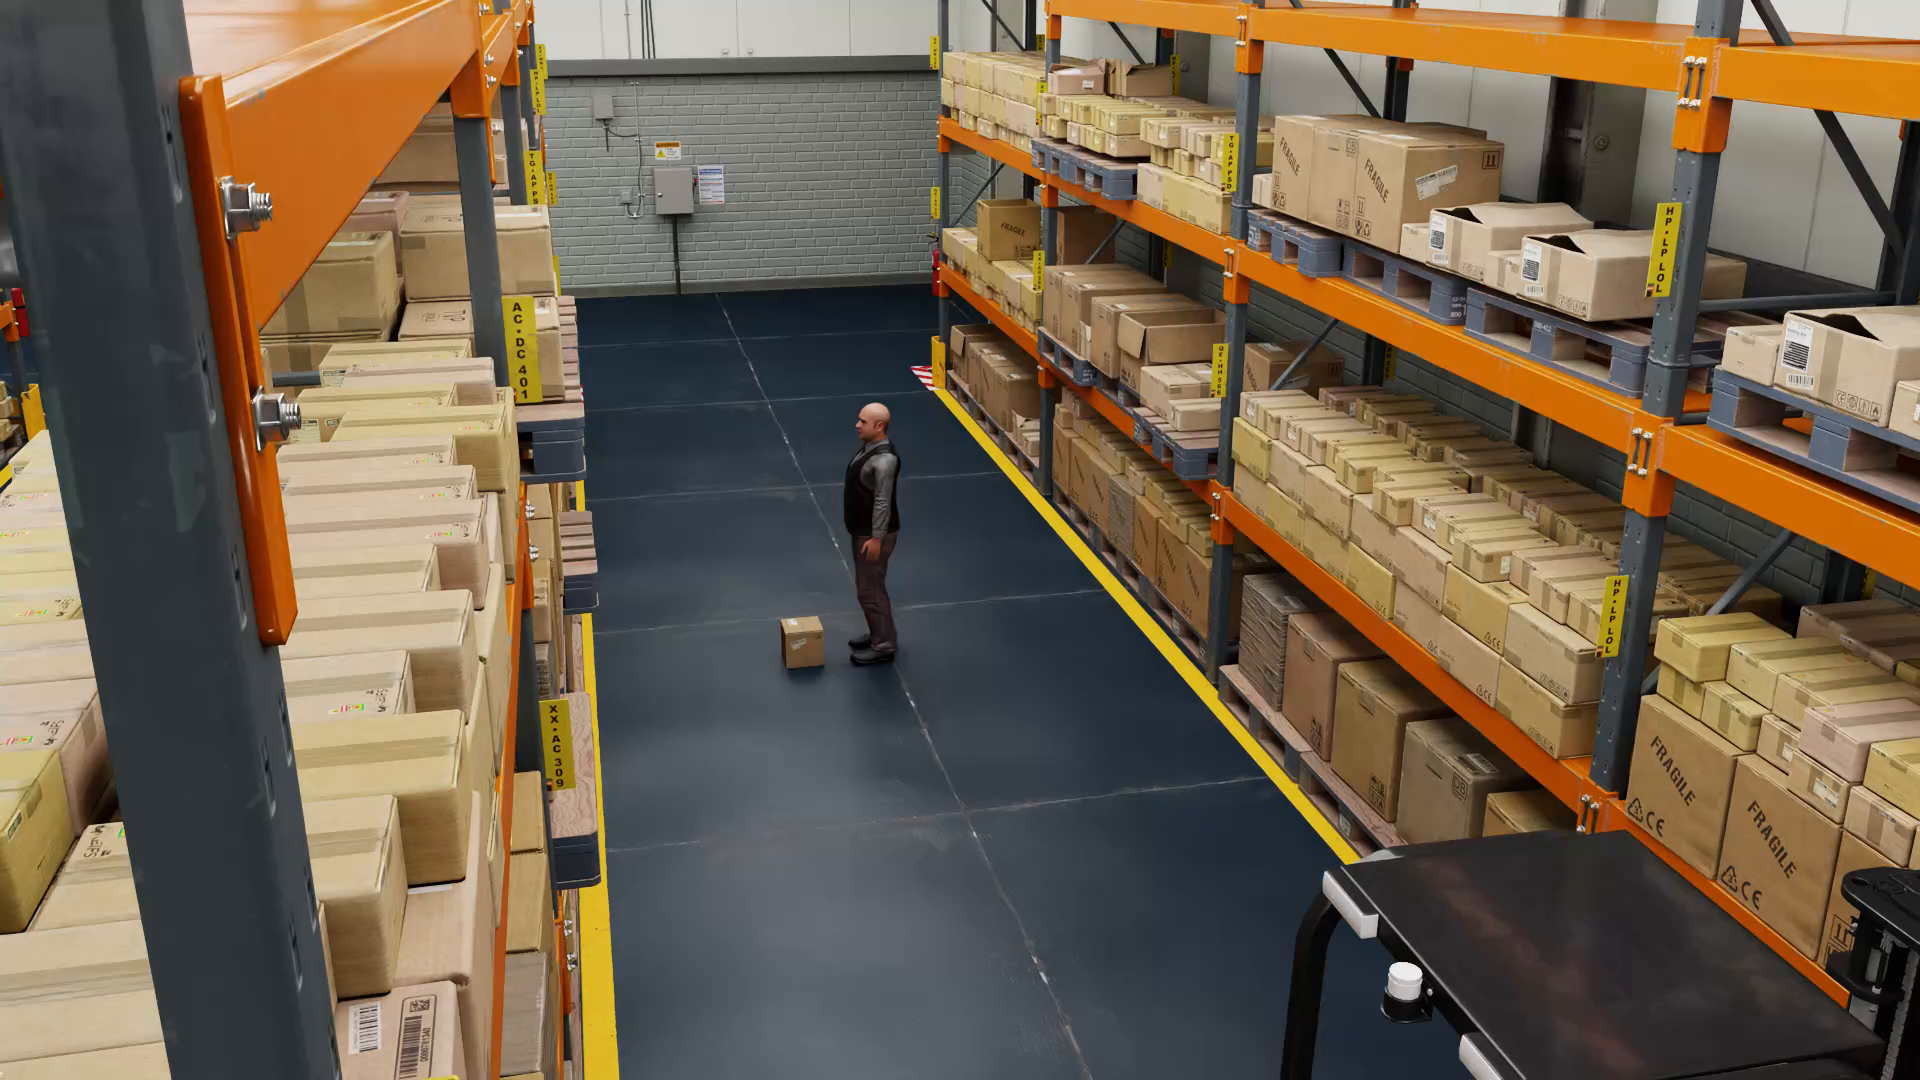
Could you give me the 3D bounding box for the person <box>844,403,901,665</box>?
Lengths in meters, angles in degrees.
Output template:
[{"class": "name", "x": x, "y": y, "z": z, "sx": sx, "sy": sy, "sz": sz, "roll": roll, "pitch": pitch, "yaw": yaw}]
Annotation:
[{"class": "person", "x": -0.571, "y": -0.048, "z": 10.752, "sx": 0.355, "sy": 1.716, "sz": 0.531, "roll": -4, "pitch": 20, "yaw": -11}]
